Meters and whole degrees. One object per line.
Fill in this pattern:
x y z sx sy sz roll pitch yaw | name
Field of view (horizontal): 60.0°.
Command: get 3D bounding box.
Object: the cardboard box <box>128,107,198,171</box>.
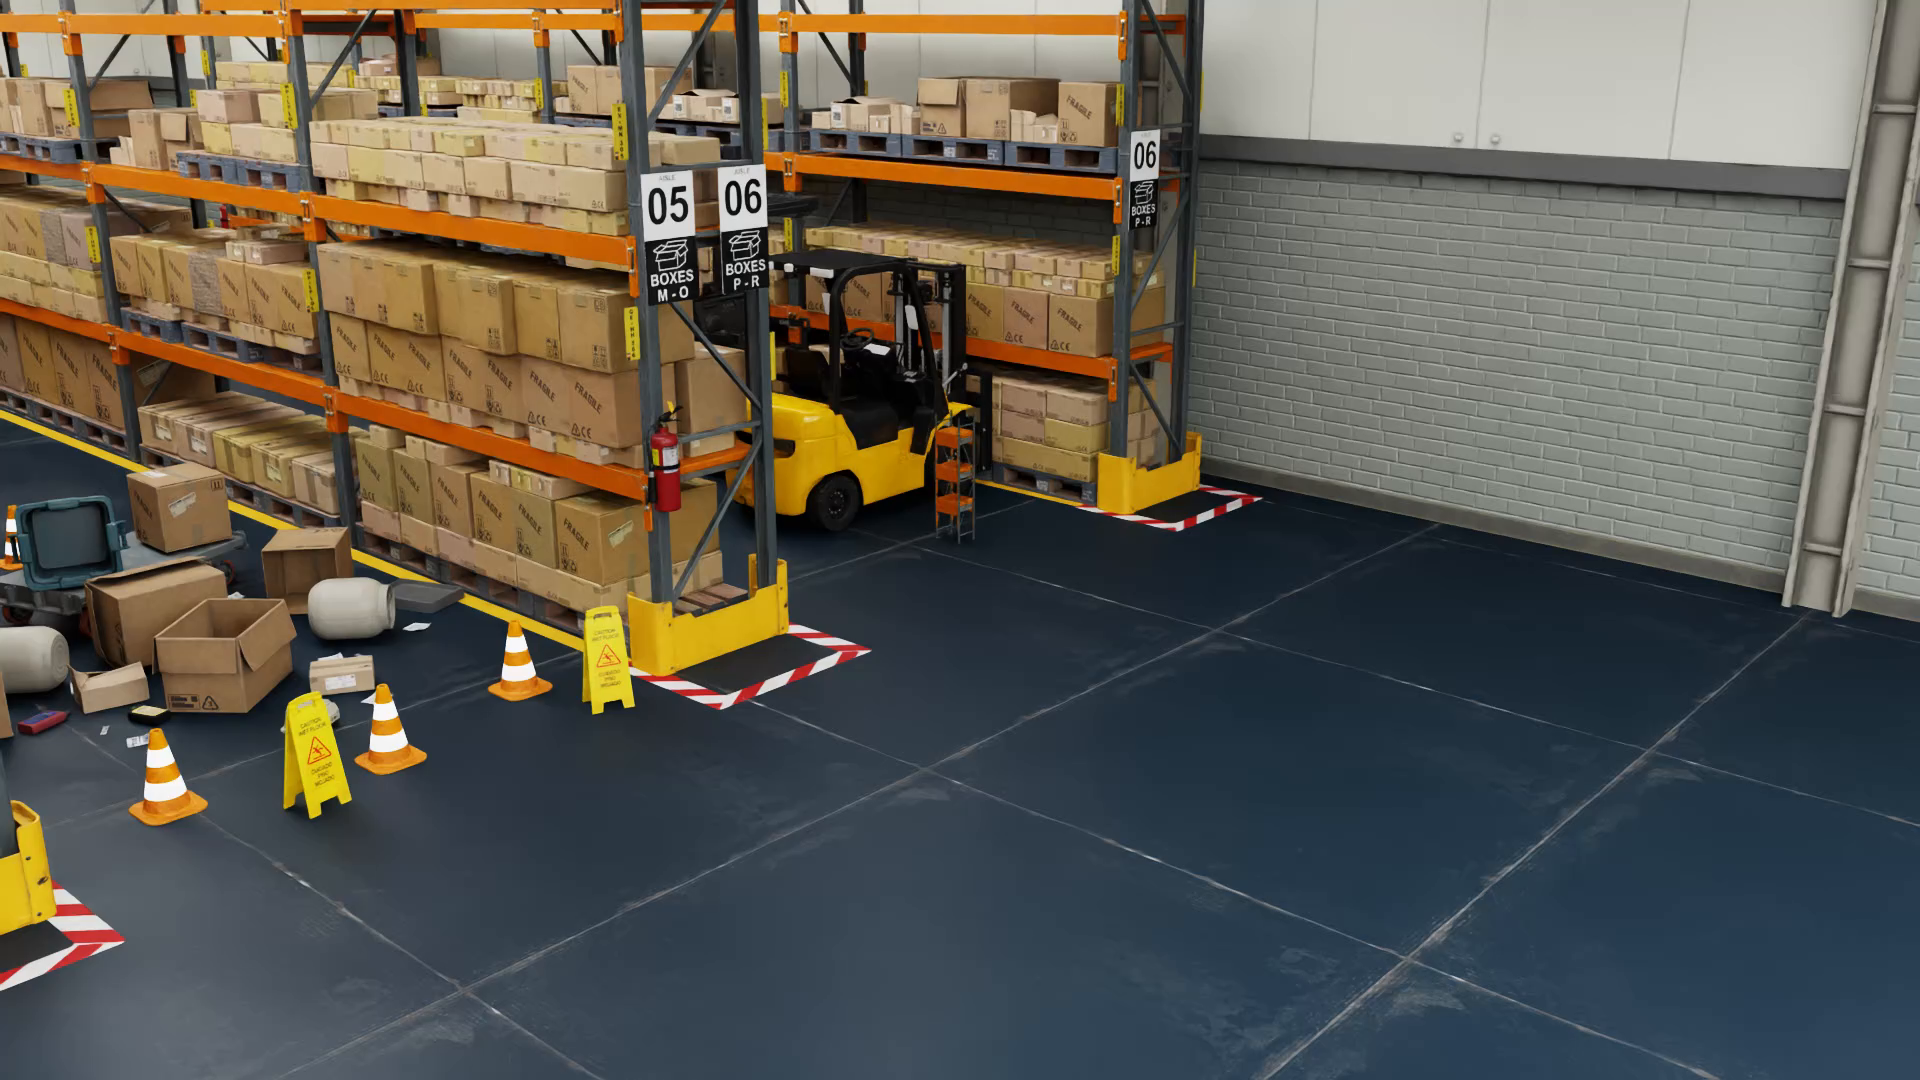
-6.909 -3.576 14.797 0.500 0.500 0.700 15 23 39 | cardboard box

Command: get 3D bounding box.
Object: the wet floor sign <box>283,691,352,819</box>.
-3.502 1.135 8.968 0.232 0.644 0.267 11 20 30 | wet floor sign

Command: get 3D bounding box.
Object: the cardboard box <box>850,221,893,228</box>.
-0.888 -3.115 16.738 0.250 0.149 0.380 15 23 39 | cardboard box

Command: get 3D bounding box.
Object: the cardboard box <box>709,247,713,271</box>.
-2.254 -2.921 17.279 0.500 0.250 0.500 14 23 38 | cardboard box

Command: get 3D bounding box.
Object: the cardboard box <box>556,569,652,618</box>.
-2.429 0.319 11.499 0.500 0.250 0.500 15 23 39 | cardboard box

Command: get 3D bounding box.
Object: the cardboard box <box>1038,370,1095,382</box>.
1.054 -1.414 15.306 0.500 0.250 0.500 15 23 39 | cardboard box

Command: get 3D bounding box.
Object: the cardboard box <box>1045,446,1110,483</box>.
1.103 -0.721 14.777 0.500 0.250 0.500 15 23 40 | cardboard box

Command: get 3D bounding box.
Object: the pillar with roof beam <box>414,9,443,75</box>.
-10.091 -6.447 19.051 0.400 9.000 9.100 15 23 39 | pillar with roof beam

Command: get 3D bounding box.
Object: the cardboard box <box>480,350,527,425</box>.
-2.960 -1.124 11.537 0.500 0.500 0.500 15 23 39 | cardboard box

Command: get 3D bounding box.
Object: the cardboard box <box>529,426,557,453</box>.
-2.703 -0.719 11.334 0.250 0.149 0.380 16 23 40 | cardboard box

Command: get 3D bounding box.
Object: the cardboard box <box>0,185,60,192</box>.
-10.102 -3.586 18.134 0.500 0.500 0.500 16 24 41 | cardboard box

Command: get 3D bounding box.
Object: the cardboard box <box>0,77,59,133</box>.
-9.122 -4.257 16.249 0.500 0.500 0.500 15 23 40 | cardboard box

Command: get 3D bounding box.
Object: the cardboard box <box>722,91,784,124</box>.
-2.031 -4.337 16.648 0.500 0.311 0.500 14 22 38 | cardboard box

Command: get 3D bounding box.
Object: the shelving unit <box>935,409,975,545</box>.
-0.040 -0.511 13.487 0.252 1.050 0.215 15 23 39 | shelving unit

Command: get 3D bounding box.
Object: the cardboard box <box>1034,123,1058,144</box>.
0.843 -3.464 14.166 0.250 0.149 0.380 14 22 38 | cardboard box

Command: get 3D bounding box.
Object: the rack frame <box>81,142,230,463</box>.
-7.611 -2.291 15.873 0.127 3.000 1.000 15 23 39 | rack frame

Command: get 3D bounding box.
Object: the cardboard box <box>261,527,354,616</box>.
-4.721 0.225 12.072 0.500 0.500 0.500 -3 18 -8 | cardboard box

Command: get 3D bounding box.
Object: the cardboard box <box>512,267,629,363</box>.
-2.528 -1.508 11.093 0.500 0.500 0.700 15 23 40 | cardboard box

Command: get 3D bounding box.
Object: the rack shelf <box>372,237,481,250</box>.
-5.815 -3.474 20.788 4.000 0.370 1.077 15 23 39 | rack shelf

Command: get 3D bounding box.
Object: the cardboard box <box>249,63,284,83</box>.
-9.385 -6.410 22.820 0.500 0.250 0.500 15 23 38 | cardboard box

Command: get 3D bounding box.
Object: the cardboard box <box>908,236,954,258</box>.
-0.270 -2.739 15.553 0.250 0.149 0.380 15 23 39 | cardboard box

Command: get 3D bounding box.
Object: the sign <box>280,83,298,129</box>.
-4.985 -3.226 12.353 0.005 0.325 0.100 15 23 39 | sign

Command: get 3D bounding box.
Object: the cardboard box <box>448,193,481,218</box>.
-3.259 -2.302 11.362 0.250 0.149 0.380 15 23 39 | cardboard box

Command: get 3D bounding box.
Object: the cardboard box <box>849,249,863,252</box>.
-0.856 -2.748 16.073 0.250 0.149 0.380 15 23 39 | cardboard box

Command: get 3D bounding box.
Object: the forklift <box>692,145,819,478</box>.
-1.969 -2.121 15.450 3.031 2.935 1.130 11 21 32 | forklift

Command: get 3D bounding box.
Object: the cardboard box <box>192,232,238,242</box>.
-6.693 -2.551 15.341 0.500 0.500 0.500 15 23 38 | cardboard box

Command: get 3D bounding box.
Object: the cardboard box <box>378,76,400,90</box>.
-6.970 -5.661 20.595 0.250 0.149 0.380 14 23 38 | cardboard box

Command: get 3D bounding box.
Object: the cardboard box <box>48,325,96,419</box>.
-8.737 -1.816 17.194 0.875 0.875 0.875 15 23 40 | cardboard box

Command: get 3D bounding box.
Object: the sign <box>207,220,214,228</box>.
-7.258 -2.930 16.103 0.005 0.325 0.100 15 23 39 | sign

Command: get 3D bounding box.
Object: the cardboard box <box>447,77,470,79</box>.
-6.077 -5.613 20.444 0.250 0.149 0.380 15 23 40 | cardboard box

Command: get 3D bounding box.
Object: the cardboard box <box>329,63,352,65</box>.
-8.270 -6.323 22.547 0.500 0.250 0.500 15 23 39 | cardboard box

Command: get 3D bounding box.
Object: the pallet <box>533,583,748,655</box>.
-2.269 0.458 11.821 1.213 0.211 1.003 15 23 39 | pallet

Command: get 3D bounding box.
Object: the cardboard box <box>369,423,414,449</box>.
-4.304 -0.826 12.795 0.250 0.149 0.380 15 23 40 | cardboard box

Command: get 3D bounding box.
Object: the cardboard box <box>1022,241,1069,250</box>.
0.786 -2.634 15.222 0.250 0.149 0.380 16 24 41 | cardboard box

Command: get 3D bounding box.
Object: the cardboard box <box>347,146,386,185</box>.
-4.080 -2.736 12.073 0.500 0.250 0.500 15 23 39 | cardboard box

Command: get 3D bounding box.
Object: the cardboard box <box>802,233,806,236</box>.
-1.448 -3.088 17.145 0.250 0.149 0.380 14 23 38 | cardboard box

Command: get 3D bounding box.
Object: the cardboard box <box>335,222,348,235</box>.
-8.137 -4.199 22.301 0.250 0.149 0.380 16 23 41 | cardboard box

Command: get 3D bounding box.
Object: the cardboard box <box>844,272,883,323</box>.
-0.768 -2.411 16.083 0.500 0.500 0.500 16 23 40 | cardboard box

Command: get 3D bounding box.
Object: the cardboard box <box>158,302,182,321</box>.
-6.936 -2.075 14.912 0.250 0.149 0.380 15 23 40 | cardboard box

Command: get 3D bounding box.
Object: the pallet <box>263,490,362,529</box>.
-5.203 -0.315 14.256 1.213 0.211 1.003 15 23 39 | pallet

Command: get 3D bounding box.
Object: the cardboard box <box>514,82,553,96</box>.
-4.899 -5.184 19.126 0.250 0.149 0.380 14 22 37 | cardboard box

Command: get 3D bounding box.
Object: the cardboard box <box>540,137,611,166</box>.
-2.447 -2.484 10.618 0.250 0.149 0.380 15 23 39 | cardboard box

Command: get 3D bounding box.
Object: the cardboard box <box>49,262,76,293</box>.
-8.528 -2.600 16.267 0.500 0.250 0.500 14 23 38 | cardboard box

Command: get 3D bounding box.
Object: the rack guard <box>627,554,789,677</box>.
-1.684 0.491 11.238 0.348 0.500 1.175 15 23 39 | rack guard

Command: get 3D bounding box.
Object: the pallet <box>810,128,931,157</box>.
-0.672 -3.834 15.922 1.213 0.211 1.003 15 23 39 | pallet

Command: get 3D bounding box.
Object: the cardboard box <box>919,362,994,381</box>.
-0.031 -1.501 15.580 0.500 0.250 0.500 14 23 38 | cardboard box

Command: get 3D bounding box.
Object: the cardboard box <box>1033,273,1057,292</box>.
0.855 -2.282 14.607 0.250 0.149 0.380 16 23 40 | cardboard box

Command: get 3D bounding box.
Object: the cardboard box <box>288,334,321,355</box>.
-5.187 -1.609 13.445 0.250 0.149 0.380 15 23 40 | cardboard box

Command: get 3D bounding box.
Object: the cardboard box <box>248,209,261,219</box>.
-10.018 -4.733 23.982 0.250 0.149 0.380 16 23 41 | cardboard box

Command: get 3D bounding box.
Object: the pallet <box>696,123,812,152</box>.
-1.996 -4.125 17.007 1.217 0.209 0.805 14 22 37 | pallet

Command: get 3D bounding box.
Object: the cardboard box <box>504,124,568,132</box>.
-3.014 -2.874 11.848 0.250 0.149 0.380 15 23 40 | cardboard box

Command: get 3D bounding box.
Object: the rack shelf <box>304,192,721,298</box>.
-3.123 -2.173 11.732 4.000 0.370 1.077 15 23 39 | rack shelf

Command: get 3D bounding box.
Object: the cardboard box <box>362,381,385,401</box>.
-4.373 -1.194 12.829 0.250 0.149 0.380 16 24 41 | cardboard box

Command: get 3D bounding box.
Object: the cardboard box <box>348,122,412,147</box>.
-4.195 -2.940 12.057 0.250 0.149 0.380 14 22 38 | cardboard box

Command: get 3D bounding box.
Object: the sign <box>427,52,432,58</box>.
-6.945 -6.208 21.751 0.005 0.325 0.100 15 23 39 | sign

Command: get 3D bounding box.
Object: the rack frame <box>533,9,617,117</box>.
-4.319 -6.275 18.506 0.127 3.000 1.000 15 23 39 | rack frame

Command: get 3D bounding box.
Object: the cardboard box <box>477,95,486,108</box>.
-5.473 -5.196 19.657 0.250 0.149 0.380 15 23 40 | cardboard box

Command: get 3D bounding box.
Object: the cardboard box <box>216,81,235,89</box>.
-10.152 -6.370 23.524 0.500 0.250 0.500 15 23 39 | cardboard box

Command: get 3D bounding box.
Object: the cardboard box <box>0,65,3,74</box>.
-10.903 -4.985 18.378 0.500 0.500 0.500 16 23 40 | cardboard box
